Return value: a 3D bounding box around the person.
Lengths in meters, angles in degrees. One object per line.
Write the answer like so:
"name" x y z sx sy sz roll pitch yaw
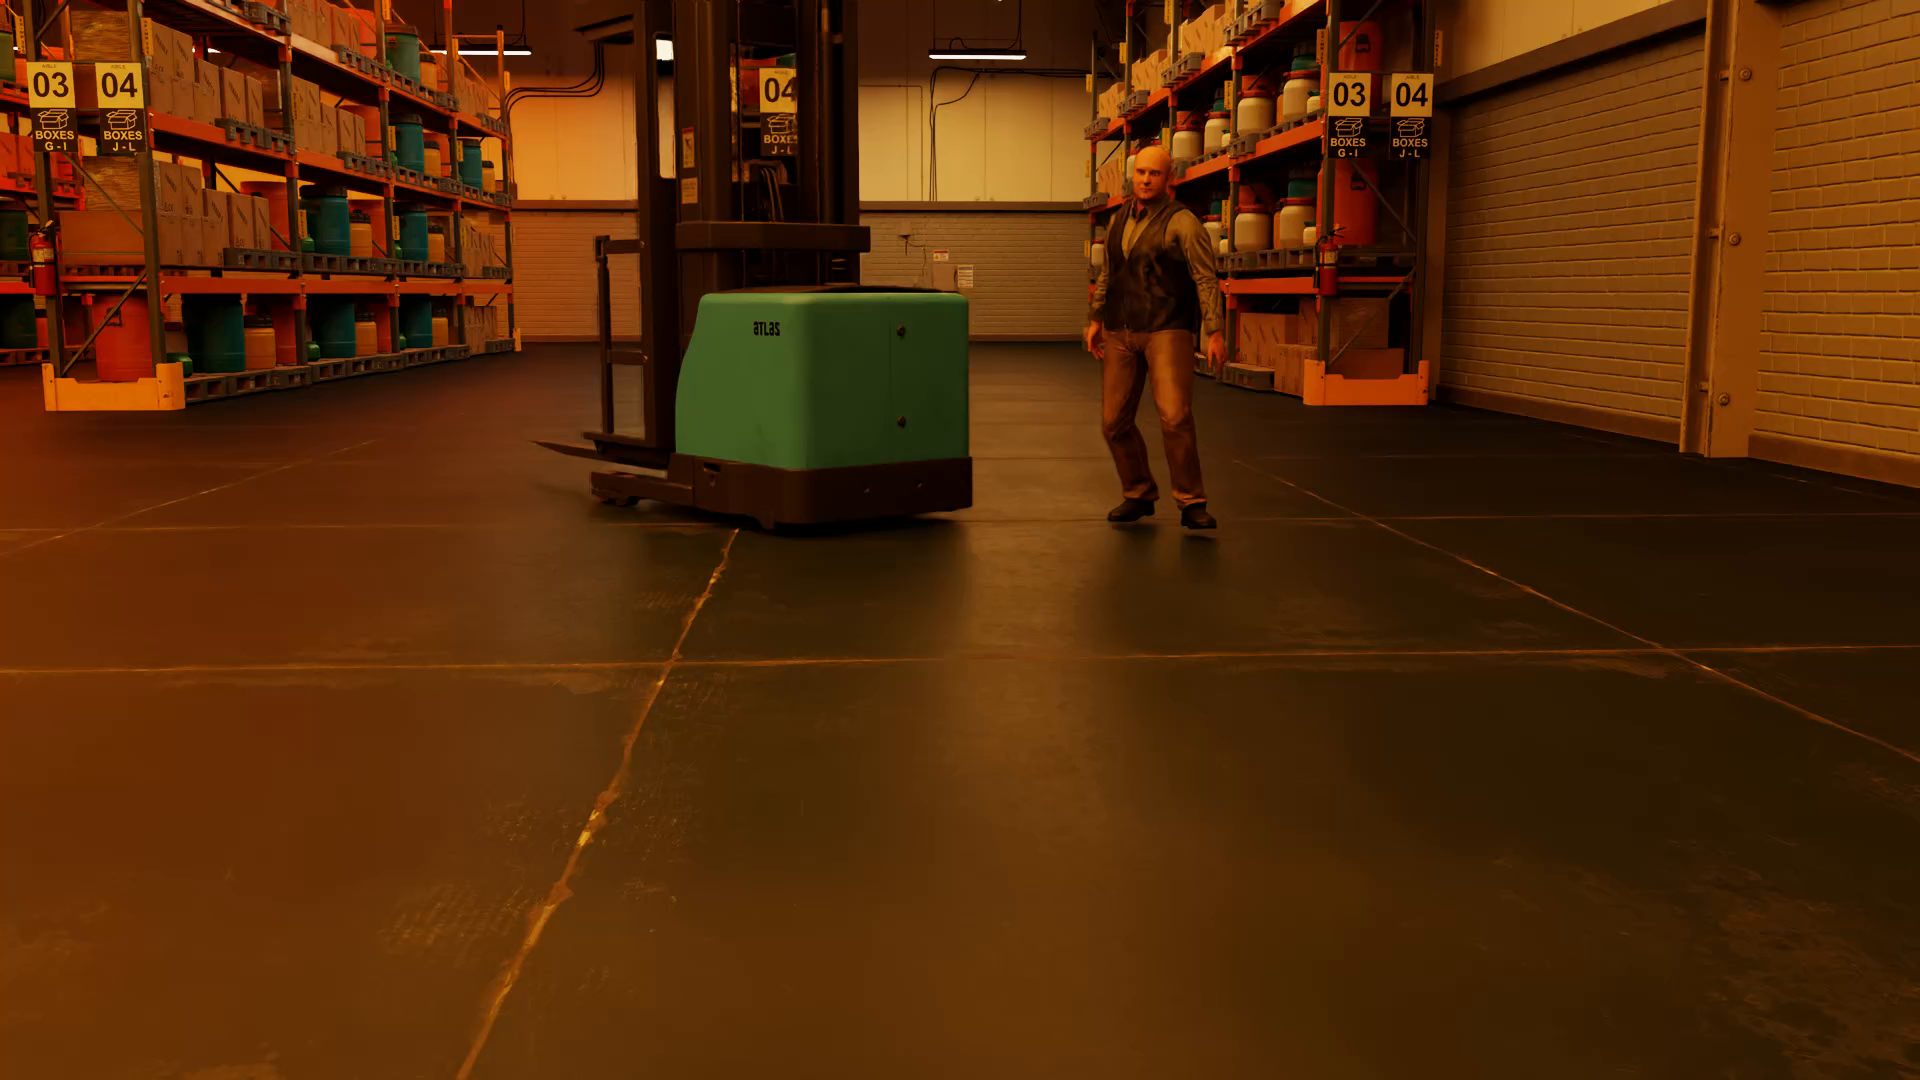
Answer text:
"person" 0.885 -0.912 7.530 0.860 1.689 0.399 8 12 43

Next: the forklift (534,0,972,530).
"forklift" -1.261 -1.661 8.519 1.130 2.935 3.031 -7 11 -39
